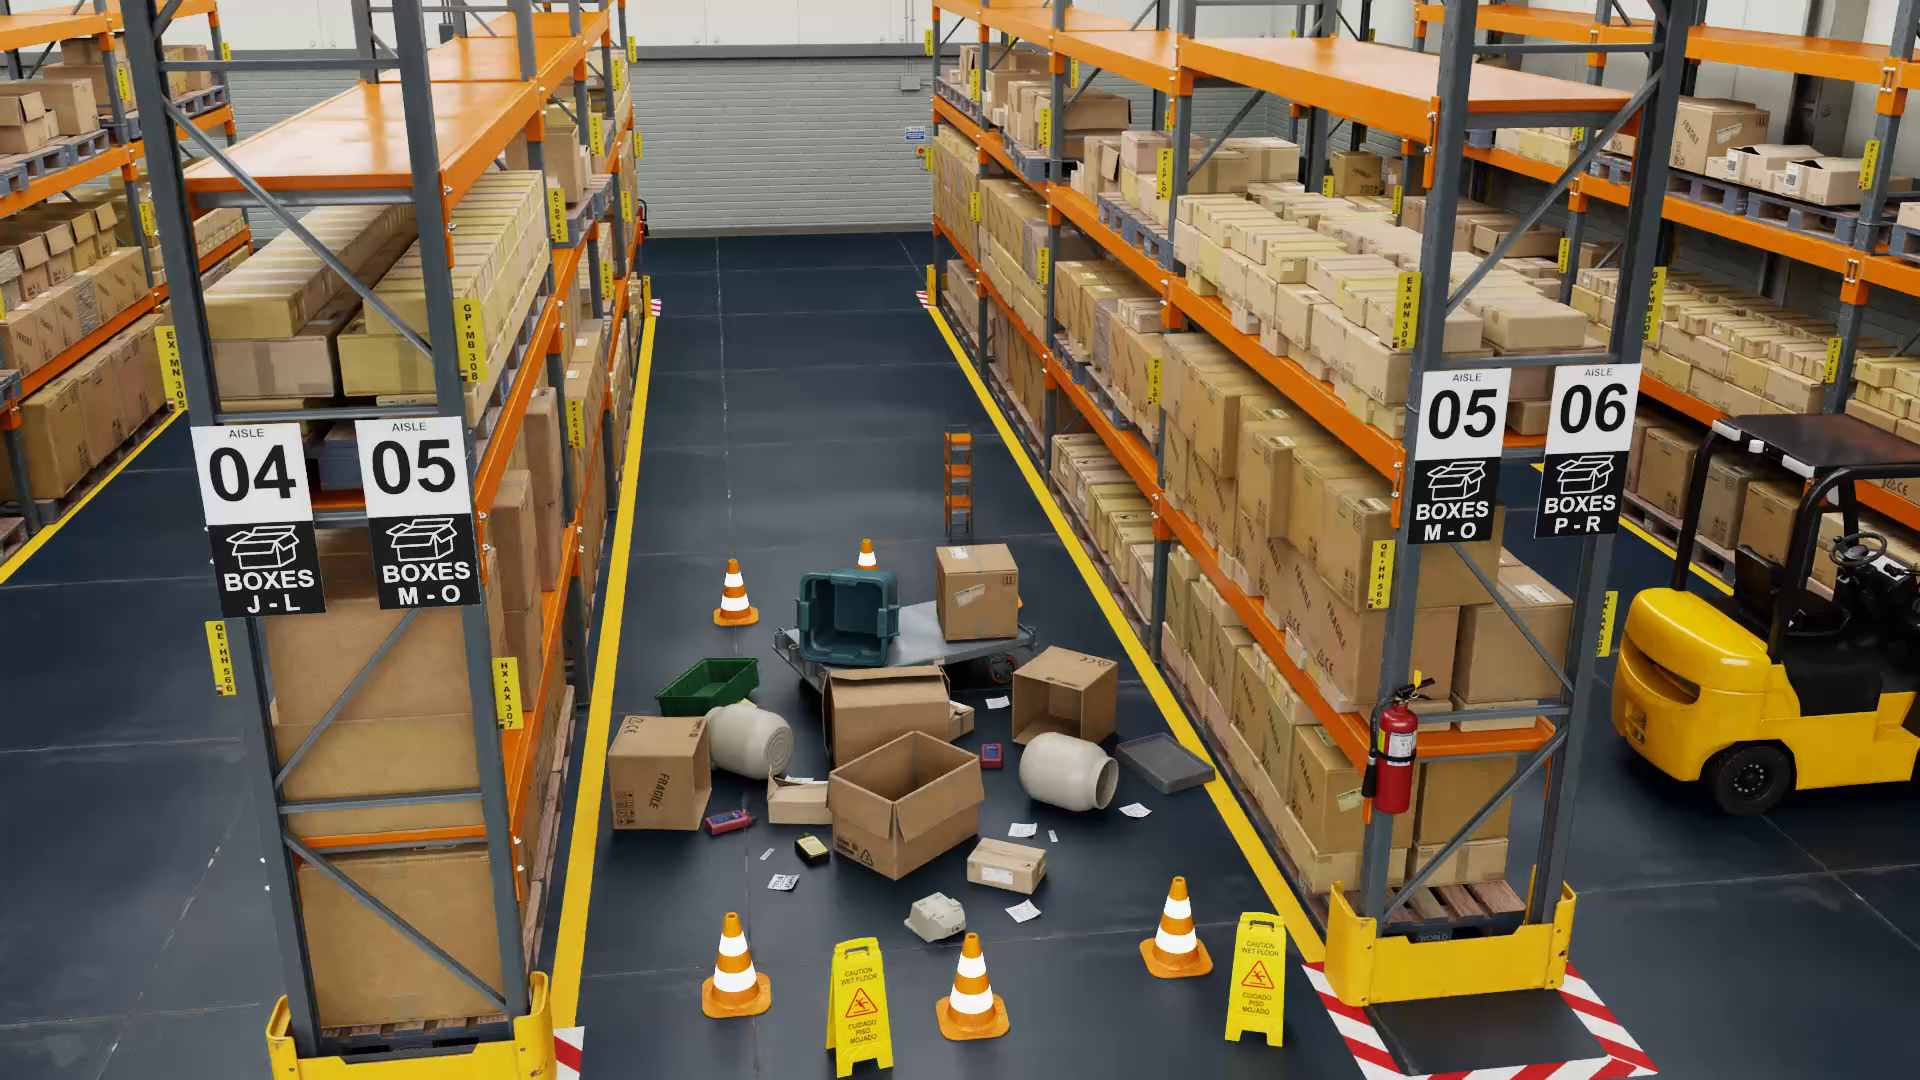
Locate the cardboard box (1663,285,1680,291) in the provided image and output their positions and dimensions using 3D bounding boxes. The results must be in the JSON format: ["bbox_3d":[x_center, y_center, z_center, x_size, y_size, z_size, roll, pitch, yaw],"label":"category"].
[{"bbox_3d":[6.112,-2.152,14.696,0.380,0.149,0.250,-3,21,-7],"label":"cardboard box"}]

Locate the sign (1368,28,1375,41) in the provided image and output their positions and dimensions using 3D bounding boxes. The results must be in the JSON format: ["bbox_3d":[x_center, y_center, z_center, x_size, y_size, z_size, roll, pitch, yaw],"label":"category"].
[{"bbox_3d":[5.604,-6.807,22.677,0.100,0.325,0.005,-3,21,-8],"label":"sign"}]

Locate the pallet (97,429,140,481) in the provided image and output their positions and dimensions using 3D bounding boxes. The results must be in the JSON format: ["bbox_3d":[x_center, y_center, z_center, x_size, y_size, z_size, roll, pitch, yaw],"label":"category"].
[{"bbox_3d":[-8.724,-0.837,16.230,1.003,0.211,1.213,-3,21,-8],"label":"pallet"}]

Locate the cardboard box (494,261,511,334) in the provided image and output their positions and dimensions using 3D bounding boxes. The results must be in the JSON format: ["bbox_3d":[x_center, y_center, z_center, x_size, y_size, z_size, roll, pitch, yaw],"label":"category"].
[{"bbox_3d":[-2.400,-1.139,7.811,0.500,0.250,0.500,-3,21,-8],"label":"cardboard box"}]

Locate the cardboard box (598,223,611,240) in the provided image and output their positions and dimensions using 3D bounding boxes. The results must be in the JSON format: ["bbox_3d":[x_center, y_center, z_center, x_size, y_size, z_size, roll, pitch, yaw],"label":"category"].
[{"bbox_3d":[-3.915,-3.274,17.677,0.380,0.149,0.250,-2,21,-5],"label":"cardboard box"}]

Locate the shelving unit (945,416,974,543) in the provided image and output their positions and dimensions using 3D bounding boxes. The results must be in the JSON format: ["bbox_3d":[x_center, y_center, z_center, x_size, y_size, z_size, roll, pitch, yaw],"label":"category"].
[{"bbox_3d":[-0.008,-0.510,14.156,0.215,1.050,0.252,-3,21,-8],"label":"shelving unit"}]

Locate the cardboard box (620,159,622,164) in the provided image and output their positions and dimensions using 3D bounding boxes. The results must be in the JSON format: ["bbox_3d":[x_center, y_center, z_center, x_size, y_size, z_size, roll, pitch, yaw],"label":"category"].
[{"bbox_3d":[-4.080,-4.047,18.842,0.500,0.500,0.500,-4,21,-9],"label":"cardboard box"}]

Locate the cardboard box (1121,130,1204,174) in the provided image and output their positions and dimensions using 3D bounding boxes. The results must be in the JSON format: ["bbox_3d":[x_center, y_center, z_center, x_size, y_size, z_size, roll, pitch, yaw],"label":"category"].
[{"bbox_3d":[1.492,-2.872,12.306,0.500,0.250,0.500,-3,21,-7],"label":"cardboard box"}]

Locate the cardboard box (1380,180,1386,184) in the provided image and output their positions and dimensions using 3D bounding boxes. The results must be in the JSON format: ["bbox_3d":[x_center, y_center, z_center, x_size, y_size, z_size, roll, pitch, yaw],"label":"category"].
[{"bbox_3d":[5.454,-4.711,22.406,0.500,0.250,0.500,-3,21,-8],"label":"cardboard box"}]

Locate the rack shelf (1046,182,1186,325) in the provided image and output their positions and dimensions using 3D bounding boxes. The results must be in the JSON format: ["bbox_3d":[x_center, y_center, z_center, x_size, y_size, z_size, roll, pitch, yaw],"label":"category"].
[{"bbox_3d":[1.582,-2.321,12.958,1.077,0.370,4.000,-3,21,-8],"label":"rack shelf"}]

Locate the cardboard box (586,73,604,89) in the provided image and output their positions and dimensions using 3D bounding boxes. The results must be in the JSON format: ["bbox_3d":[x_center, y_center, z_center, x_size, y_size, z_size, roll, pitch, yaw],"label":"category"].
[{"bbox_3d":[-3.969,-4.914,17.803,0.380,0.149,0.250,-3,21,-9],"label":"cardboard box"}]

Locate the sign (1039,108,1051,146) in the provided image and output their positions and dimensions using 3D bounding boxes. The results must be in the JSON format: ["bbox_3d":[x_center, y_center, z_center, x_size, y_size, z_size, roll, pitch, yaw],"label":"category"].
[{"bbox_3d":[0.744,-3.604,14.514,0.100,0.325,0.005,-3,21,-8],"label":"sign"}]

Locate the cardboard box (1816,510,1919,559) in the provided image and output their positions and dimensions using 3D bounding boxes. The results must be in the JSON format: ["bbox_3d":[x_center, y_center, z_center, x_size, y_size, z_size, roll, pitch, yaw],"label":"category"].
[{"bbox_3d":[6.541,-0.005,11.918,0.500,0.250,0.500,-3,21,-9],"label":"cardboard box"}]

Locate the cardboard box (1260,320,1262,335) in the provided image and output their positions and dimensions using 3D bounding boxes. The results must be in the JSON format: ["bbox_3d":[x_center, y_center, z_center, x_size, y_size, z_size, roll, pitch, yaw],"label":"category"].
[{"bbox_3d":[1.895,-1.192,9.268,0.380,0.149,0.250,-3,21,-7],"label":"cardboard box"}]

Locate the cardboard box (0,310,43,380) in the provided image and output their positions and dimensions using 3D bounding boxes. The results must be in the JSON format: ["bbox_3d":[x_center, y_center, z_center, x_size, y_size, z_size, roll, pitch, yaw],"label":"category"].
[{"bbox_3d":[-8.313,-1.674,14.342,0.500,0.500,0.500,-2,21,-6],"label":"cardboard box"}]

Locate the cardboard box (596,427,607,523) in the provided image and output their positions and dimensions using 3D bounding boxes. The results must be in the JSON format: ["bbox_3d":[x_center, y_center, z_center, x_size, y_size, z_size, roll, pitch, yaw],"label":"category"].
[{"bbox_3d":[-3.591,-0.588,14.192,1.050,0.750,0.750,-3,21,-8],"label":"cardboard box"}]

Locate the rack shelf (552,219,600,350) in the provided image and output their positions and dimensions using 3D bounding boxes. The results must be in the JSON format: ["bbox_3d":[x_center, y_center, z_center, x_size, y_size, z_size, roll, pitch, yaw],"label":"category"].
[{"bbox_3d":[-3.301,-2.036,12.196,1.077,0.370,4.000,-3,21,-8],"label":"rack shelf"}]

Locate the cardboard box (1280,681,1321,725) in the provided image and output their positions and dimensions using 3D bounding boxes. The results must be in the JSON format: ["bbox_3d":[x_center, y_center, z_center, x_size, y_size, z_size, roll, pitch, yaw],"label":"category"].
[{"bbox_3d":[1.954,0.873,8.996,0.380,0.149,0.250,-2,21,-6],"label":"cardboard box"}]

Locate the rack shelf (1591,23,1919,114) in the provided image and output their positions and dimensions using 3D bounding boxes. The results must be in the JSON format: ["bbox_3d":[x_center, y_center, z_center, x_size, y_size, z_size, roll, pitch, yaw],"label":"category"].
[{"bbox_3d":[6.494,-3.790,13.177,1.077,0.370,4.000,-3,21,-8],"label":"rack shelf"}]

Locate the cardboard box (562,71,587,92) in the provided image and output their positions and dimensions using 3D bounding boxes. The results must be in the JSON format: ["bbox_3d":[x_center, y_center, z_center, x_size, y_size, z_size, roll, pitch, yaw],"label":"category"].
[{"bbox_3d":[-4.221,-4.557,17.175,0.700,0.500,0.500,-3,21,-8],"label":"cardboard box"}]

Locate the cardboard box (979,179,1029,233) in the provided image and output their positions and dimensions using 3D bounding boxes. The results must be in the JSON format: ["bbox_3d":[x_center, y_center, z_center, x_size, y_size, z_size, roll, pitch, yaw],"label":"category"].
[{"bbox_3d":[0.496,-3.678,18.280,0.500,0.500,0.500,-3,21,-7],"label":"cardboard box"}]

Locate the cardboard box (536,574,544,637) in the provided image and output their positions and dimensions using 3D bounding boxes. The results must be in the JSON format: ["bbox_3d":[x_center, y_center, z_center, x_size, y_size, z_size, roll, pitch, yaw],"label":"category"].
[{"bbox_3d":[-2.710,0.342,8.873,0.875,0.550,0.500,-3,21,-8],"label":"cardboard box"}]

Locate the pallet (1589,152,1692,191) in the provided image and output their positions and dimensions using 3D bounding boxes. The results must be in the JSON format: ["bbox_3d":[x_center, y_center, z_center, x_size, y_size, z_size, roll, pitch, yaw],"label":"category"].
[{"bbox_3d":[6.392,-3.283,14.776,1.213,0.211,1.003,-2,21,-5],"label":"pallet"}]

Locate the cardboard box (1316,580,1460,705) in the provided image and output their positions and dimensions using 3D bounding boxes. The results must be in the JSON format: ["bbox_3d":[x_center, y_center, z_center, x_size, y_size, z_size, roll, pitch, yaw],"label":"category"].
[{"bbox_3d":[2.096,0.465,8.191,0.500,0.500,0.500,-3,21,-9],"label":"cardboard box"}]

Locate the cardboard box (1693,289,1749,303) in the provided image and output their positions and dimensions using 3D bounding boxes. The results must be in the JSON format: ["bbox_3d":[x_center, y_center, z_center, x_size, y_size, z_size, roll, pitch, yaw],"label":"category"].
[{"bbox_3d":[6.643,-2.091,14.533,0.380,0.149,0.250,-3,21,-8],"label":"cardboard box"}]

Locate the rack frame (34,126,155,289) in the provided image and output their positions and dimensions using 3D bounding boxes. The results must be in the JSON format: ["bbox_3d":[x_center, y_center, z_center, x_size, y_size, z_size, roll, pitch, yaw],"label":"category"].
[{"bbox_3d":[-9.089,-2.830,17.581,1.000,3.000,0.127,-3,21,-8],"label":"rack frame"}]

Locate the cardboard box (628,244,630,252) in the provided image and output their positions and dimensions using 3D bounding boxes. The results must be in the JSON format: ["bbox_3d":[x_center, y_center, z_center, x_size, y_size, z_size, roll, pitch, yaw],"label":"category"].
[{"bbox_3d":[-4.121,-3.496,19.722,0.380,0.149,0.250,-2,21,-5],"label":"cardboard box"}]

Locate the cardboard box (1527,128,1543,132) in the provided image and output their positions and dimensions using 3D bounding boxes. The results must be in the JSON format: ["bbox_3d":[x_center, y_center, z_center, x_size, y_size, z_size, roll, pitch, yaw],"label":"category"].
[{"bbox_3d":[5.806,-4.096,16.327,0.380,0.149,0.250,-3,21,-8],"label":"cardboard box"}]

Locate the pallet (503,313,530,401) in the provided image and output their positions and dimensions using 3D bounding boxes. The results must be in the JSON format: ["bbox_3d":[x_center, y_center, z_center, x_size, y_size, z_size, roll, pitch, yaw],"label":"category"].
[{"bbox_3d":[-2.733,-0.934,8.343,1.003,0.211,1.213,-3,21,-8],"label":"pallet"}]

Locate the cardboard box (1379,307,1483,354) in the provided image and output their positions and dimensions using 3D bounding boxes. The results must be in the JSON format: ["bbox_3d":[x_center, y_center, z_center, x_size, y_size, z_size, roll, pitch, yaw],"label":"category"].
[{"bbox_3d":[2.106,-0.938,7.448,0.380,0.149,0.250,-3,21,-7],"label":"cardboard box"}]

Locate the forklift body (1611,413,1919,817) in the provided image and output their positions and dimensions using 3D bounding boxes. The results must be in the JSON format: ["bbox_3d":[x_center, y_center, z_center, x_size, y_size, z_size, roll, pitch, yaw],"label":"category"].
[{"bbox_3d":[5.280,0.406,10.128,2.313,2.155,1.214,-3,21,-8],"label":"forklift body"}]

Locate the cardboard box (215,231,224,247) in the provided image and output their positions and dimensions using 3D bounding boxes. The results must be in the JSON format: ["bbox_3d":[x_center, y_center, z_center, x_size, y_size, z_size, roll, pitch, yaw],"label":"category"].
[{"bbox_3d":[-9.140,-3.637,20.100,0.380,0.149,0.250,-3,21,-9],"label":"cardboard box"}]

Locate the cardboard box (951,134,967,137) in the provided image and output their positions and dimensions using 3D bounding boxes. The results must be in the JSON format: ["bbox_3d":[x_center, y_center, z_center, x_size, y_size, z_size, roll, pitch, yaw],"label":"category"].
[{"bbox_3d":[0.096,-5.036,20.987,0.380,0.149,0.250,-3,21,-7],"label":"cardboard box"}]

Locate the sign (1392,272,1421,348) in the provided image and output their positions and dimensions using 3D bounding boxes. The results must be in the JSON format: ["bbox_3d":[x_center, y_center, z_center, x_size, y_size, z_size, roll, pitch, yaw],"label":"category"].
[{"bbox_3d":[1.895,-0.974,7.059,0.100,0.325,0.005,-3,21,-8],"label":"sign"}]

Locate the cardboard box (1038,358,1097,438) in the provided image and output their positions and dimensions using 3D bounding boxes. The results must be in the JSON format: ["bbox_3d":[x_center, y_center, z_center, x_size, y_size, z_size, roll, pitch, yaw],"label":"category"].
[{"bbox_3d":[1.277,-1.390,16.161,0.875,0.875,0.875,-3,21,-8],"label":"cardboard box"}]

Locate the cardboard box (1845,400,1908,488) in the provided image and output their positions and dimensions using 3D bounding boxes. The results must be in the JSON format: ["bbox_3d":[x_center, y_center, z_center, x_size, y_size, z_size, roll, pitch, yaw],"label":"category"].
[{"bbox_3d":[6.588,-0.692,11.712,0.500,0.500,0.500,-3,21,-9],"label":"cardboard box"}]

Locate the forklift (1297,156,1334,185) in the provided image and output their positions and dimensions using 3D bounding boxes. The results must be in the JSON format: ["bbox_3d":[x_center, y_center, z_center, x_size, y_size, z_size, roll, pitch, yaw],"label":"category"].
[{"bbox_3d":[3.078,-1.986,15.418,1.130,2.935,3.031,-3,21,-9],"label":"forklift"}]

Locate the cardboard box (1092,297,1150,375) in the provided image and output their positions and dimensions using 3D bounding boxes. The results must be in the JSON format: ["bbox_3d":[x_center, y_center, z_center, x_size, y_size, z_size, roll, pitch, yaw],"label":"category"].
[{"bbox_3d":[1.360,-1.623,13.181,0.500,0.500,0.500,-4,21,-10],"label":"cardboard box"}]

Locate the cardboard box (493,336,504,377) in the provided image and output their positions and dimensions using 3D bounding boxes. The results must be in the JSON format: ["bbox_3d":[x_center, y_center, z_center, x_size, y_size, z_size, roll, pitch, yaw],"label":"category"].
[{"bbox_3d":[-2.279,-0.819,7.525,0.380,0.149,0.250,-3,21,-7],"label":"cardboard box"}]

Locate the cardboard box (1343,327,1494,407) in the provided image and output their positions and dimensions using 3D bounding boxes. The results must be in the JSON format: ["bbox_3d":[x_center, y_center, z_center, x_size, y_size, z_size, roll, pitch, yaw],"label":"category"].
[{"bbox_3d":[2.107,-0.813,7.682,0.500,0.250,0.500,-3,21,-8],"label":"cardboard box"}]

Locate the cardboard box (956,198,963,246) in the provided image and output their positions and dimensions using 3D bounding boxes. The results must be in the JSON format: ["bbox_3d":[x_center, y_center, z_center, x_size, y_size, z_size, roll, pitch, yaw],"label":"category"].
[{"bbox_3d":[0.231,-3.876,20.237,0.500,0.500,0.500,-3,21,-9],"label":"cardboard box"}]

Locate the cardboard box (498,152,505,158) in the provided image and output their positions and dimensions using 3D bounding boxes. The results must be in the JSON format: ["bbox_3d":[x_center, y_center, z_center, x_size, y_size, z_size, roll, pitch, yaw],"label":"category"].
[{"bbox_3d":[-3.631,-2.804,12.694,0.500,0.250,0.500,-2,21,-6],"label":"cardboard box"}]

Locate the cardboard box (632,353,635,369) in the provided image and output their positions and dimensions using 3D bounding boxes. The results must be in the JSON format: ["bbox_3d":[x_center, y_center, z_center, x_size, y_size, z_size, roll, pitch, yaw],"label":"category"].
[{"bbox_3d":[-3.901,-2.049,18.963,0.380,0.149,0.250,-4,21,-10],"label":"cardboard box"}]

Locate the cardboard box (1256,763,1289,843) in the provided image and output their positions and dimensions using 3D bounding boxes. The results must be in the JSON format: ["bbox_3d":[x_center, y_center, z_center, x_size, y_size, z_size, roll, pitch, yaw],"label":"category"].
[{"bbox_3d":[1.998,1.470,9.397,0.500,0.250,0.500,-3,21,-8],"label":"cardboard box"}]

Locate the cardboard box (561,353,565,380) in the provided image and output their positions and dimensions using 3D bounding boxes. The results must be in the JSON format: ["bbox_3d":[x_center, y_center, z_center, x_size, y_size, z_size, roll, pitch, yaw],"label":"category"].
[{"bbox_3d":[-3.239,-1.315,11.953,0.700,0.500,0.500,-3,21,-7],"label":"cardboard box"}]

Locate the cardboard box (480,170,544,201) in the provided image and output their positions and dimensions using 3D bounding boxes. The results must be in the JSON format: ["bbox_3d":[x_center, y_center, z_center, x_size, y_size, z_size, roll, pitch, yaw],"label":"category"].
[{"bbox_3d":[-2.645,-2.069,9.733,0.380,0.149,0.250,-3,21,-8],"label":"cardboard box"}]

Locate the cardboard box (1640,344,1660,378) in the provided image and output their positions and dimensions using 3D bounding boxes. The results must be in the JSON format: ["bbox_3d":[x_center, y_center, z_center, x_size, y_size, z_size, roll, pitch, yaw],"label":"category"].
[{"bbox_3d":[6.176,-1.608,14.523,0.500,0.250,0.500,-4,21,-10],"label":"cardboard box"}]

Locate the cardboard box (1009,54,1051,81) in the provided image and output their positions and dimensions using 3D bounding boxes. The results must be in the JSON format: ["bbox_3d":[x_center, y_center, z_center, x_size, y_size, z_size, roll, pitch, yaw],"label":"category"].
[{"bbox_3d":[0.840,-5.240,18.859,0.500,0.500,0.500,-3,21,-7],"label":"cardboard box"}]

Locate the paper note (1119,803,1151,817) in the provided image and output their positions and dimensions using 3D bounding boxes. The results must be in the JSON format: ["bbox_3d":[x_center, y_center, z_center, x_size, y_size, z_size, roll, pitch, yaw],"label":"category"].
[{"bbox_3d":[1.049,1.612,9.932,0.142,0.019,0.148,-11,23,-26],"label":"paper note"}]

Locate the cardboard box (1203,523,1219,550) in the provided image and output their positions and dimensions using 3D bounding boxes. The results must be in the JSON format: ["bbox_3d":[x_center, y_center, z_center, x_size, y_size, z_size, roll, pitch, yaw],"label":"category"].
[{"bbox_3d":[1.756,-0.054,10.508,0.380,0.149,0.250,-2,21,-6],"label":"cardboard box"}]

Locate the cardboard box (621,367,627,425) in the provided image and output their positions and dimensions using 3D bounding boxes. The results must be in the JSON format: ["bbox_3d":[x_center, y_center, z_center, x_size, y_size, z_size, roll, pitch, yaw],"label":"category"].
[{"bbox_3d":[-3.667,-1.472,16.917,0.500,0.500,0.500,-3,21,-9],"label":"cardboard box"}]

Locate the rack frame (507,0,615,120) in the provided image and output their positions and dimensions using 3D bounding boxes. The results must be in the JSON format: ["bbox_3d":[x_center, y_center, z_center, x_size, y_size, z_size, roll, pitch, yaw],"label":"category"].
[{"bbox_3d":[-4.166,-5.856,17.107,1.000,3.000,0.127,-3,21,-8],"label":"rack frame"}]

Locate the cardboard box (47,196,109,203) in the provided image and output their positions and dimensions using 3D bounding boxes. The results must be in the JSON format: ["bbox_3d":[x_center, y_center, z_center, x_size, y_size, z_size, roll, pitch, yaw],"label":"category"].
[{"bbox_3d":[-9.420,-3.396,17.814,0.500,0.500,0.500,-2,21,-6],"label":"cardboard box"}]

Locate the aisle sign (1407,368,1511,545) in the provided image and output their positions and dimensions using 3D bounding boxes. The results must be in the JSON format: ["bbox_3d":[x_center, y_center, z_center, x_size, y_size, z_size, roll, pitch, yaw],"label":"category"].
[{"bbox_3d":[2.169,-0.357,7.243,0.394,0.787,0.004,-3,21,-8],"label":"aisle sign"}]

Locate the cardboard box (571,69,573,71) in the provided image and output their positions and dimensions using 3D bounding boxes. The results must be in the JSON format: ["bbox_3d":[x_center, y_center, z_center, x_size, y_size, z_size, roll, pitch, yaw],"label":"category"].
[{"bbox_3d":[-4.727,-5.523,19.434,0.380,0.149,0.250,-2,21,-6],"label":"cardboard box"}]

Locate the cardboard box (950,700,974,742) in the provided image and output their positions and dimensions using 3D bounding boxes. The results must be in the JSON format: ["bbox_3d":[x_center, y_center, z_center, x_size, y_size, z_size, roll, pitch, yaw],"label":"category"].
[{"bbox_3d":[-0.136,1.111,10.936,0.396,0.266,0.258,17,27,39],"label":"cardboard box"}]
